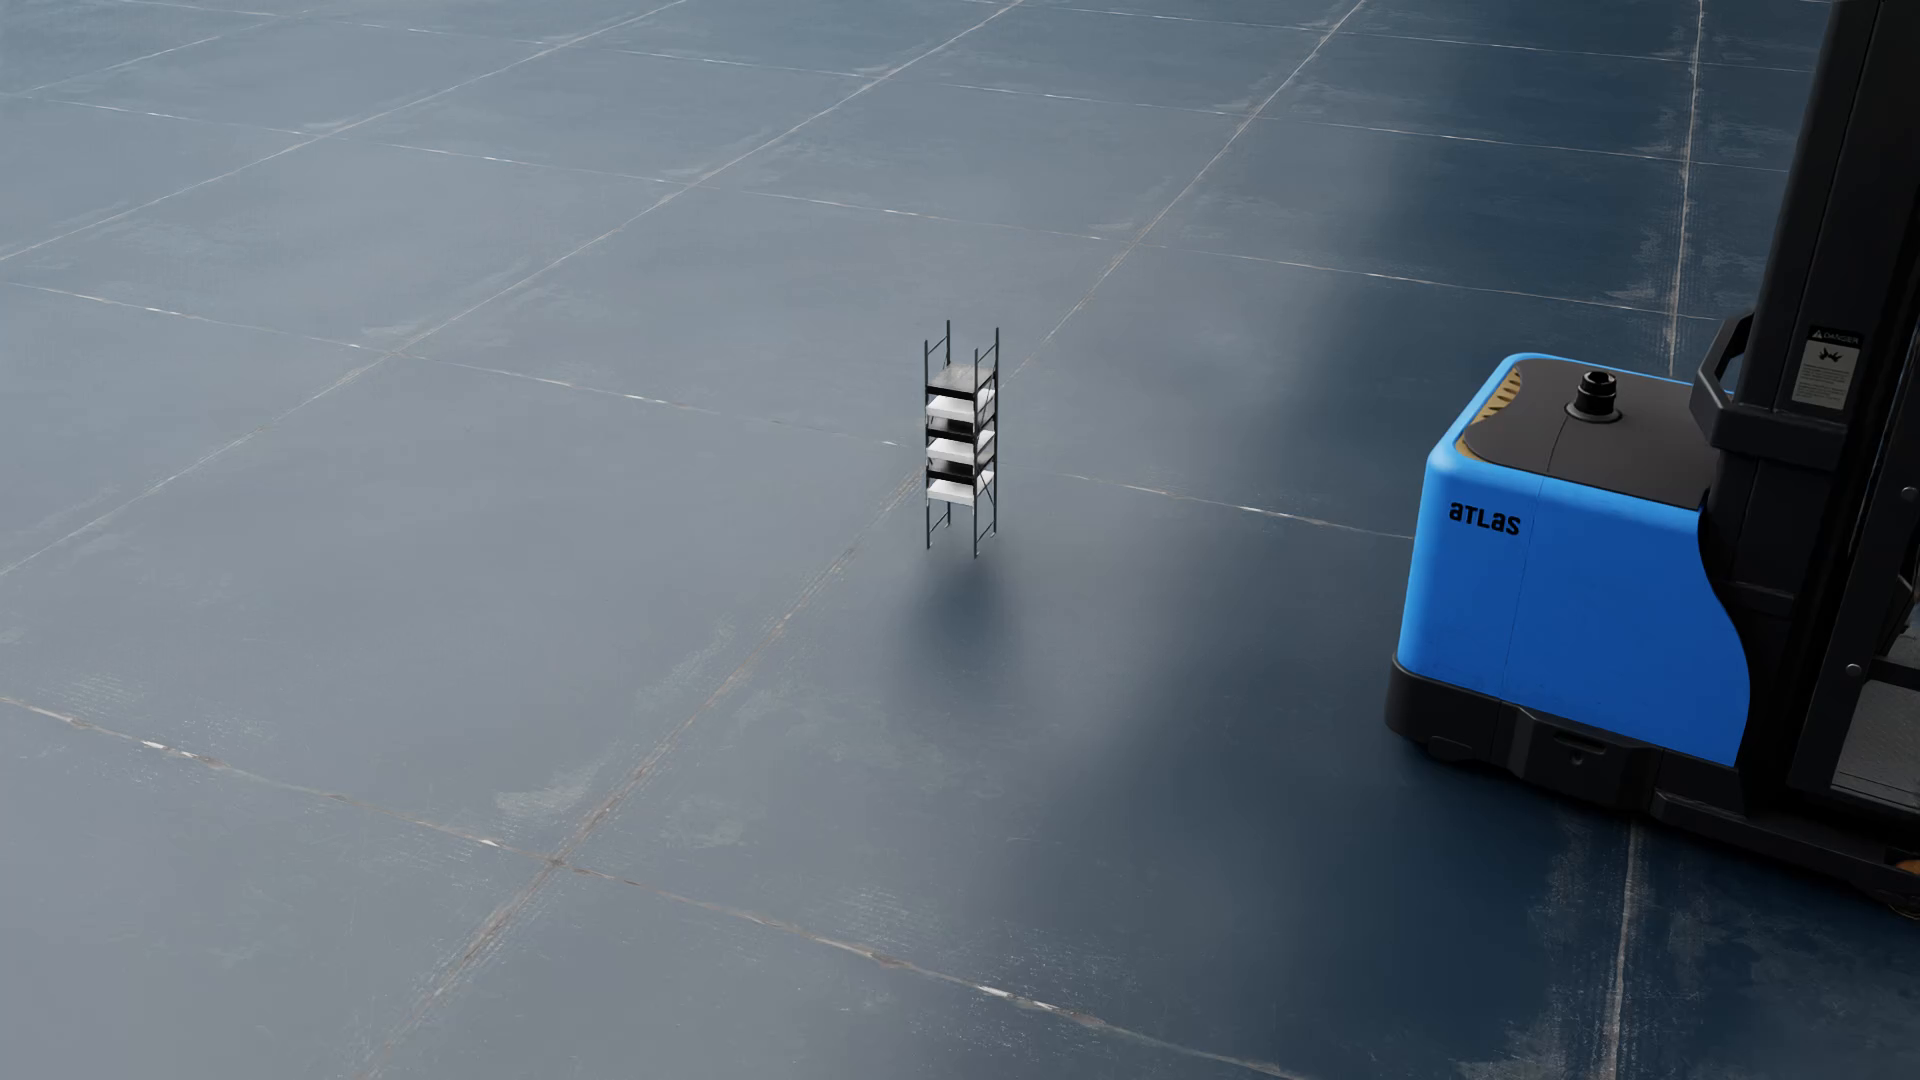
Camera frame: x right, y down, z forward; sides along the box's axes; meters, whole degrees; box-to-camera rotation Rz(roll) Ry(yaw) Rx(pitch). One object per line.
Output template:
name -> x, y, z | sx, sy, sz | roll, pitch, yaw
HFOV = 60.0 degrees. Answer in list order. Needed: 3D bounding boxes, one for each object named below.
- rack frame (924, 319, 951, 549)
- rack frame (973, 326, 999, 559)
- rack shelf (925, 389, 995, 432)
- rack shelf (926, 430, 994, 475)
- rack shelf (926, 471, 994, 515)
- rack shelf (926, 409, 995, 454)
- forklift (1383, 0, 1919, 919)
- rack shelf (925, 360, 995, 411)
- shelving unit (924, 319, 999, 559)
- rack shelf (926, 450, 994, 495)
rack frame -> -0.087, -0.409, 6.559 | 0.006, 0.900, 0.240 | 11, 31, 19
rack frame -> 0.102, -0.371, 6.493 | 0.006, 0.900, 0.240 | 11, 31, 19
rack shelf -> 0.008, -0.518, 6.454 | 0.200, 0.077, 0.258 | 11, 31, 19
rack shelf -> 0.008, -0.361, 6.542 | 0.200, 0.077, 0.258 | 11, 31, 19
rack shelf -> 0.008, -0.205, 6.631 | 0.200, 0.077, 0.258 | 11, 31, 19
rack shelf -> 0.008, -0.440, 6.498 | 0.200, 0.077, 0.258 | 11, 31, 19
forklift -> 2.942, -0.432, 4.535 | 3.031, 2.935, 1.130 | 16, 33, 26
rack shelf -> 0.008, -0.596, 6.409 | 0.200, 0.077, 0.258 | 11, 31, 19
shelving unit -> 0.008, -0.390, 6.526 | 0.210, 0.900, 0.258 | 11, 31, 19
rack shelf -> 0.008, -0.283, 6.587 | 0.200, 0.077, 0.258 | 11, 31, 19
